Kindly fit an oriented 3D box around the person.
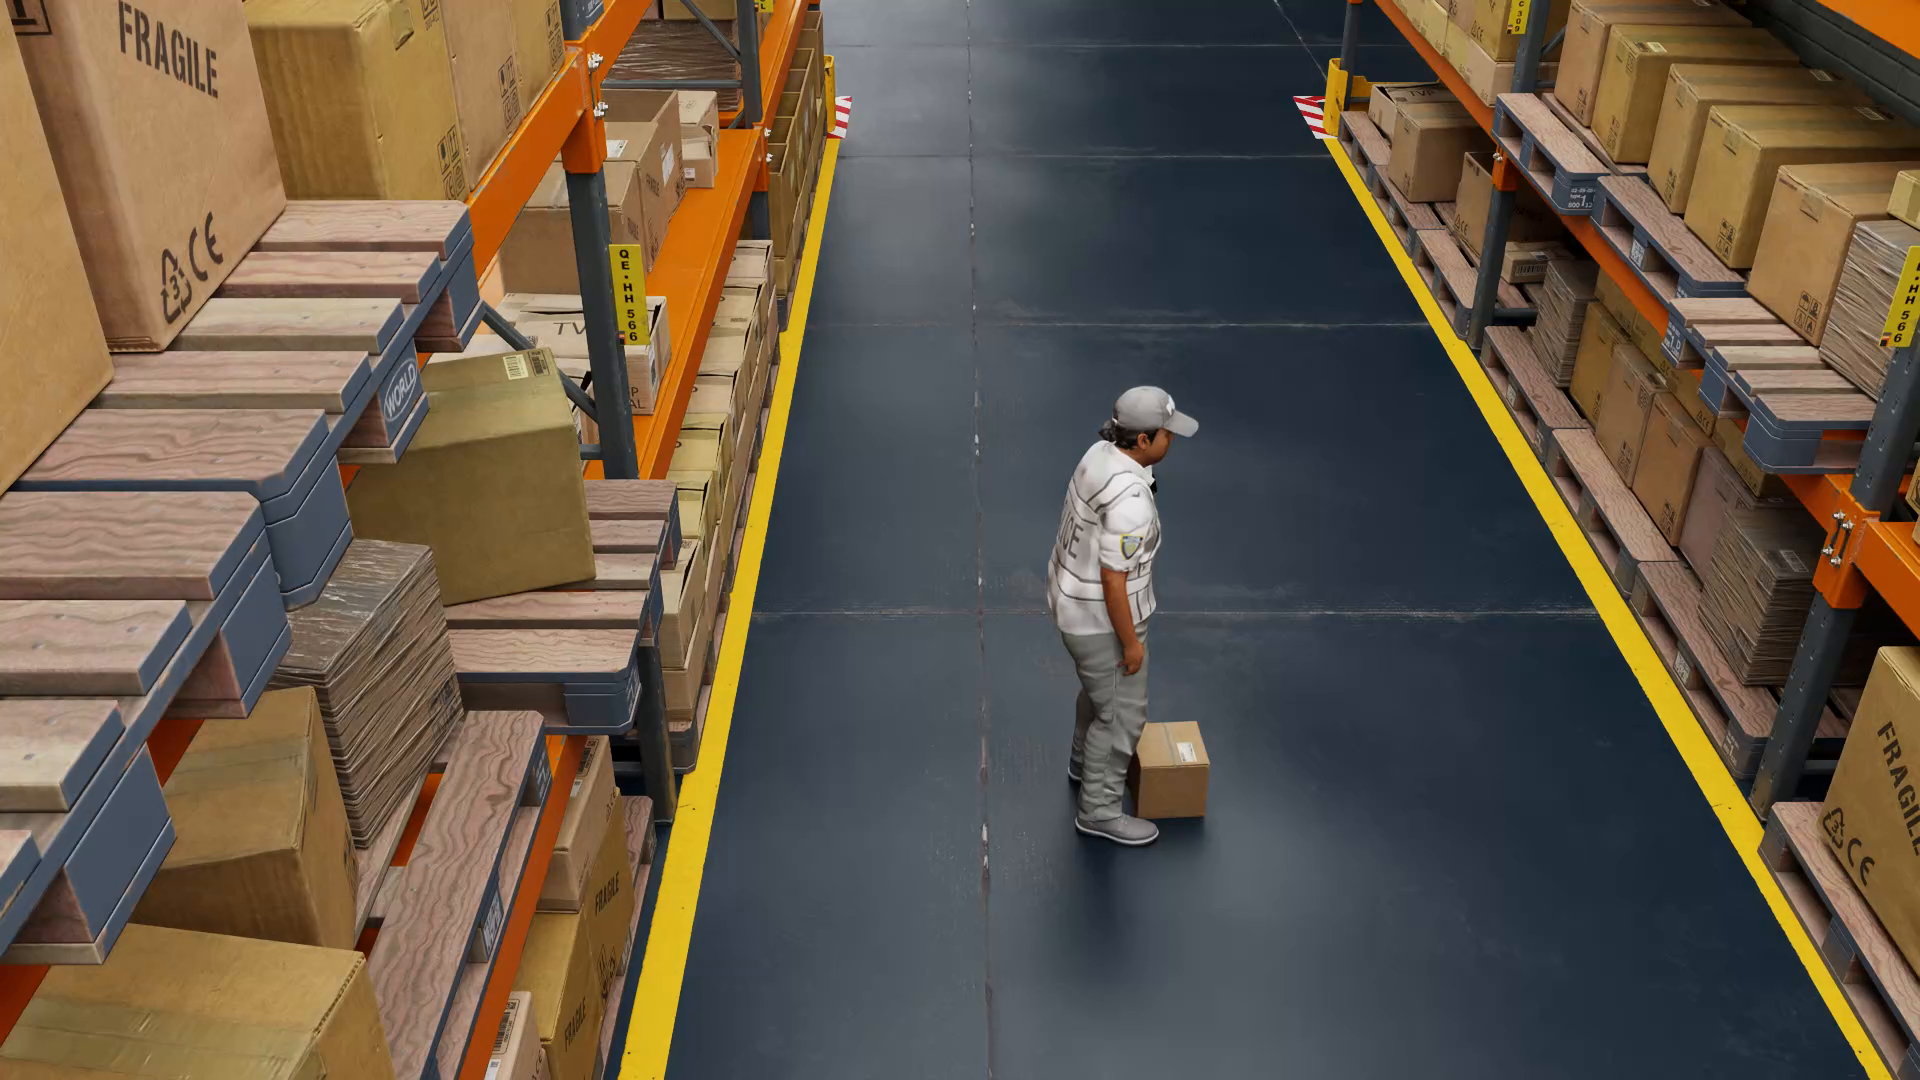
[{"bbox_3d":[0.543,0.245,5.733,0.471,1.665,0.561,-2,32,-3],"label":"person"}]
